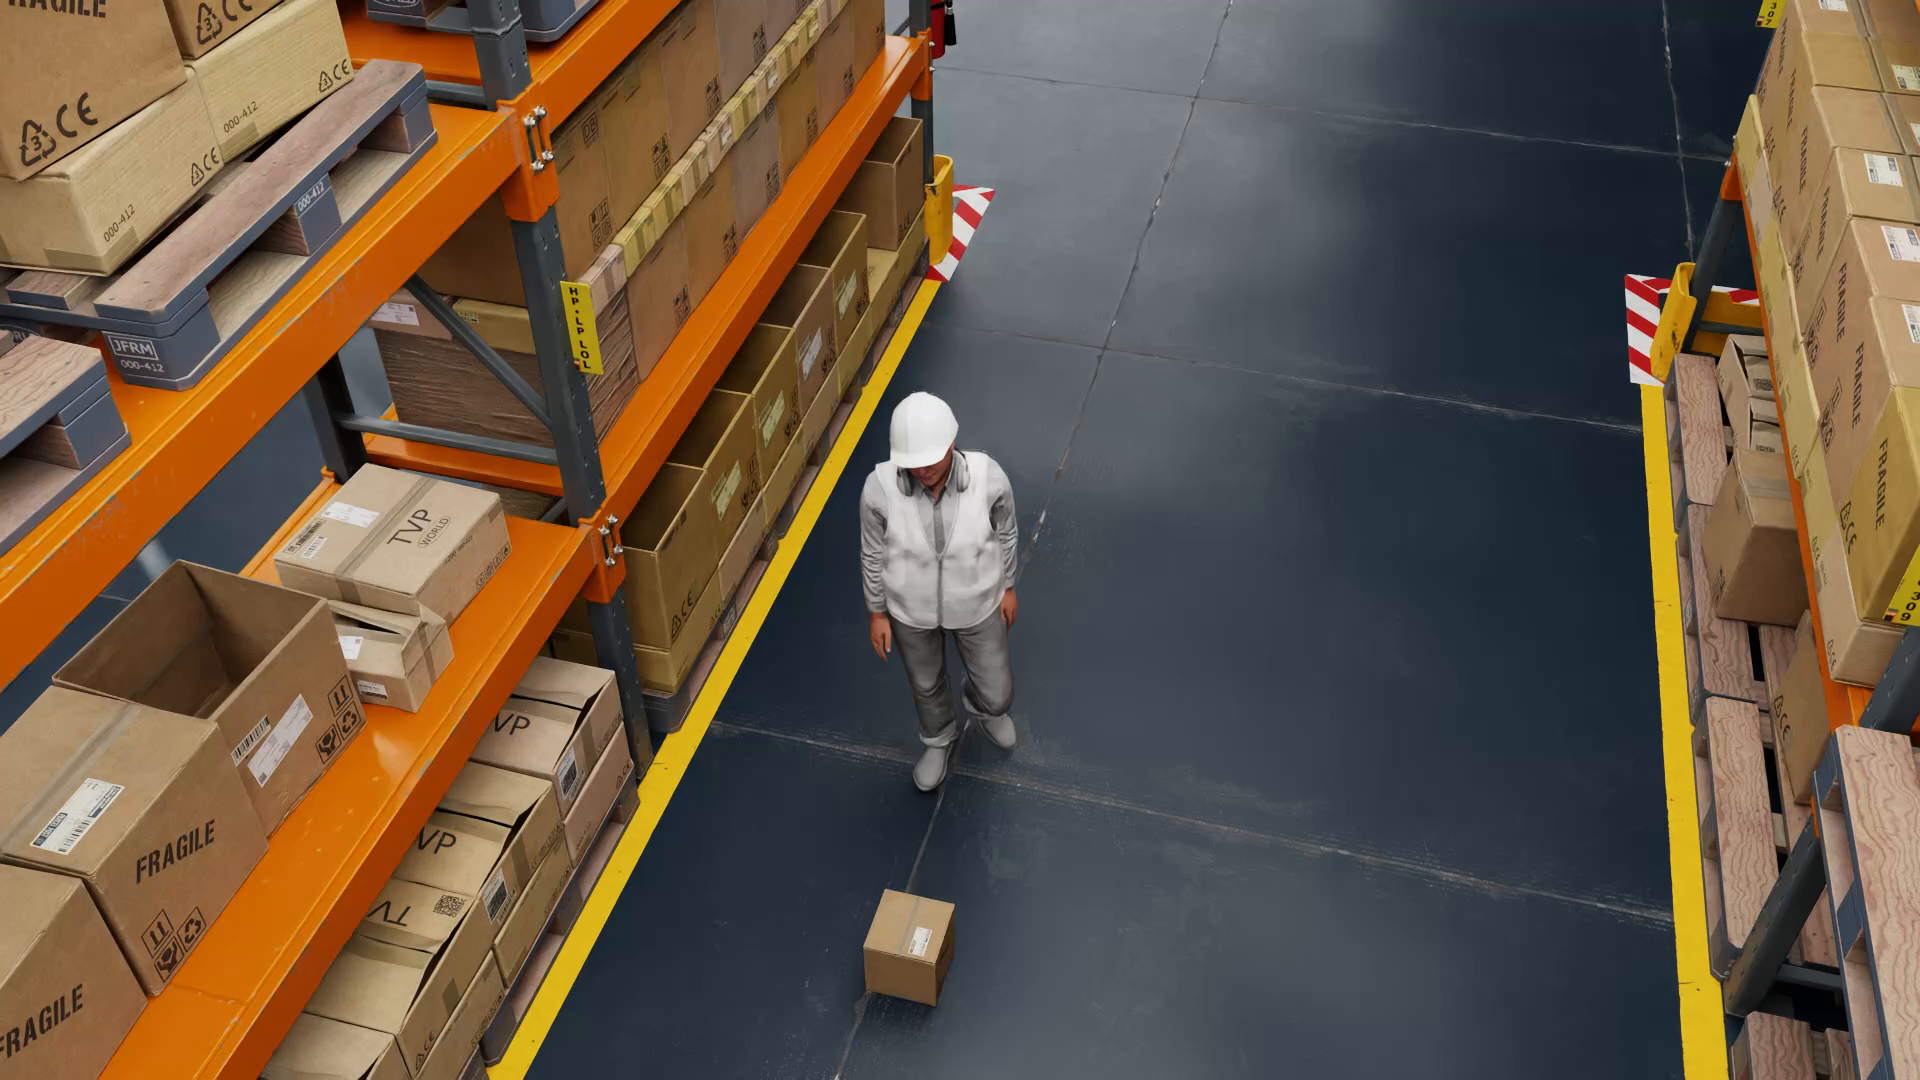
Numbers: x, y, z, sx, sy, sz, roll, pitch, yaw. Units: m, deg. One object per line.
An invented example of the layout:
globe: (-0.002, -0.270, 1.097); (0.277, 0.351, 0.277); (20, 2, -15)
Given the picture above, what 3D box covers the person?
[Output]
person: (-0.059, 0.182, 5.892); (0.563, 1.763, 0.473); (1, 41, 1)
